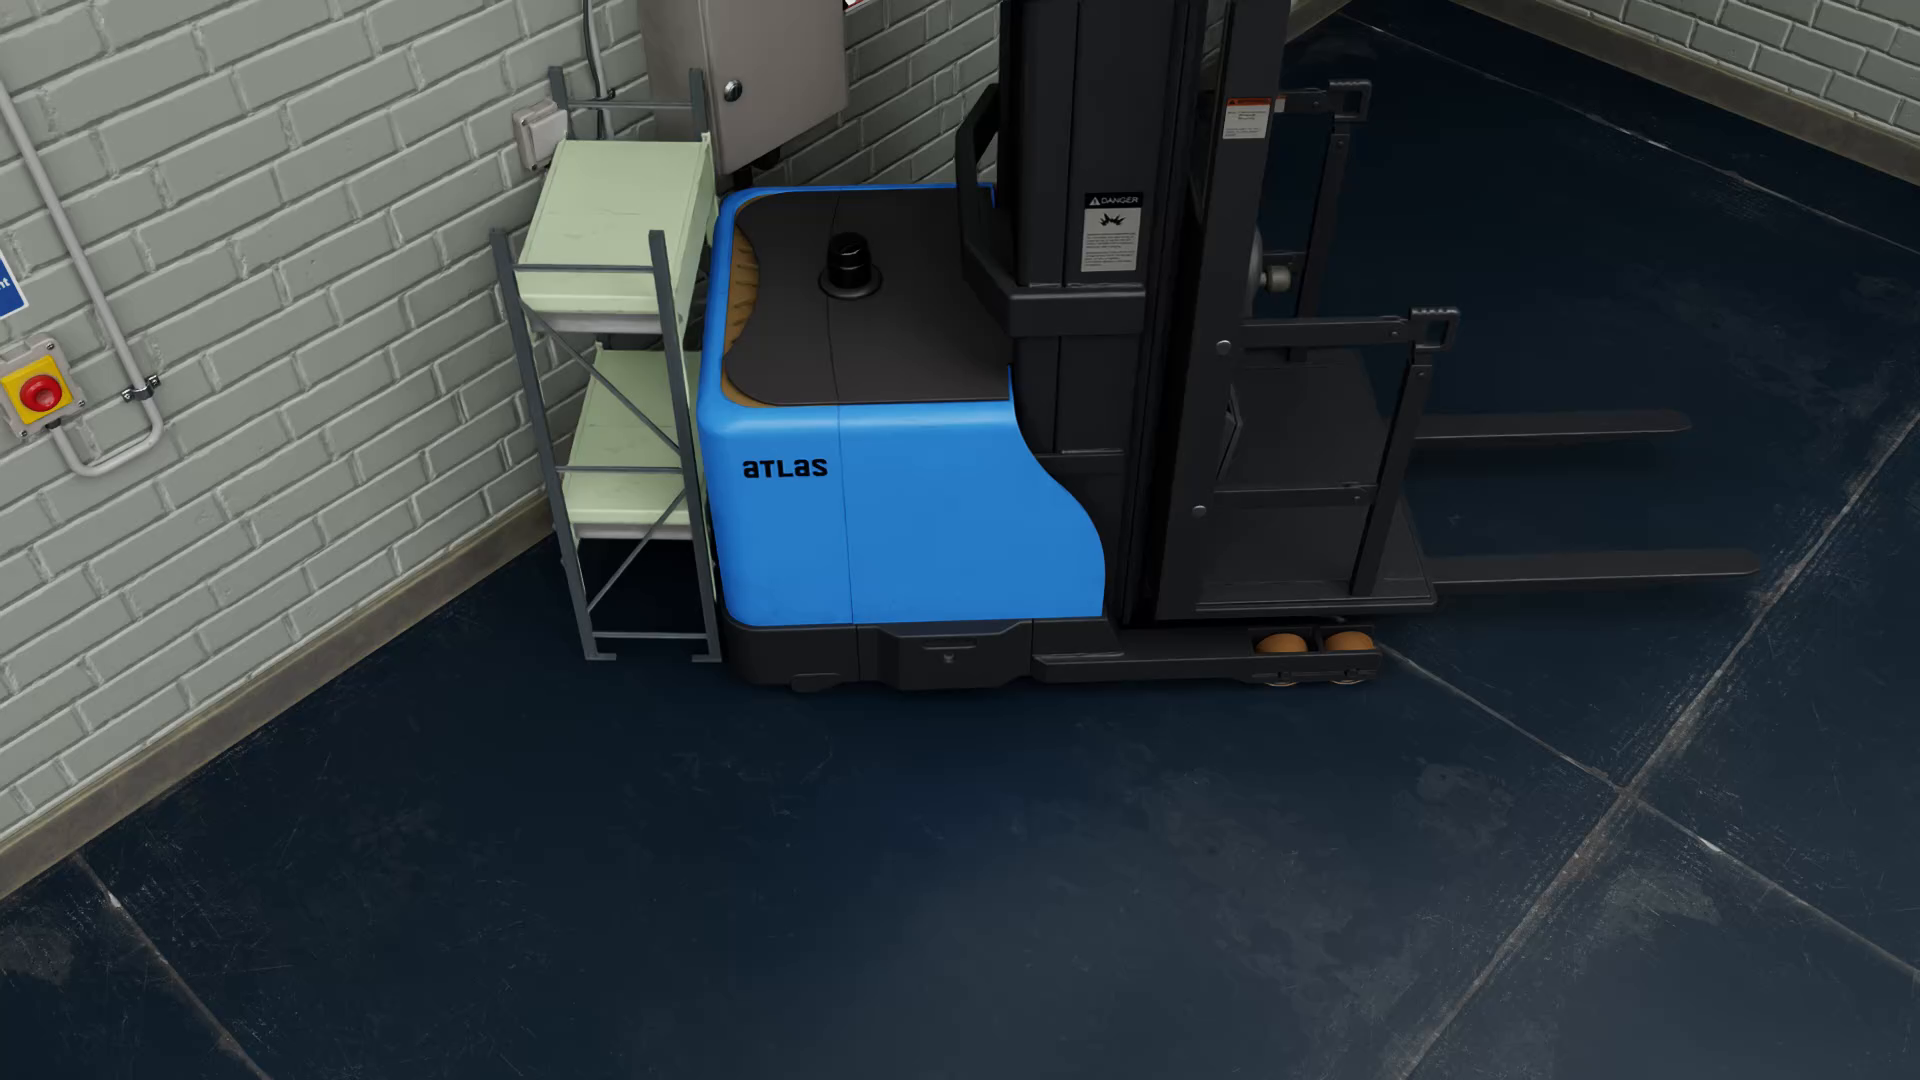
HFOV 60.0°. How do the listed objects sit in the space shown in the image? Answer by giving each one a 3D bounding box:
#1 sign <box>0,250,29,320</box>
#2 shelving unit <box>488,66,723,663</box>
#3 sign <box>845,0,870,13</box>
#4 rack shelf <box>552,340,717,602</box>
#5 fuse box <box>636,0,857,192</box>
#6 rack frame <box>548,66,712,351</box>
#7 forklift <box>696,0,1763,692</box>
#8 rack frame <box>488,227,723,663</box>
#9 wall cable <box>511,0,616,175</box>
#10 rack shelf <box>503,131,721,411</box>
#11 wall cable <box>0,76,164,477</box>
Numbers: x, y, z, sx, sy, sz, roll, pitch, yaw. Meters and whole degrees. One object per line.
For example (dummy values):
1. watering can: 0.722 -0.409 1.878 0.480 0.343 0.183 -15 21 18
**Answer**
1. sign: -2.146 -0.499 3.476 0.001 0.218 0.327 34 55 28
2. shelving unit: -0.886 -0.440 4.611 0.431 1.500 0.755 1 45 0
3. sign: -0.354 -1.790 4.938 0.001 0.494 0.329 34 55 28
4. rack shelf: -0.889 -0.210 4.842 0.431 0.370 0.720 1 45 0
5. fuse box: -0.536 -1.014 5.029 0.414 1.711 0.539 34 55 28
6. rack frame: -0.882 -0.700 4.870 0.400 1.500 0.023 1 45 0
7. forklift: 0.826 -0.964 4.144 3.031 2.935 1.130 -2 47 -2
8. rack frame: -0.890 -0.181 4.353 0.400 1.500 0.023 1 45 0
9. wall cable: -1.115 -1.515 3.918 0.122 1.984 0.588 34 55 28
10. rack shelf: -0.882 -0.715 4.335 0.431 0.370 0.720 1 45 0
11. wall cable: -2.068 -0.761 3.188 0.123 1.953 0.585 34 55 28
